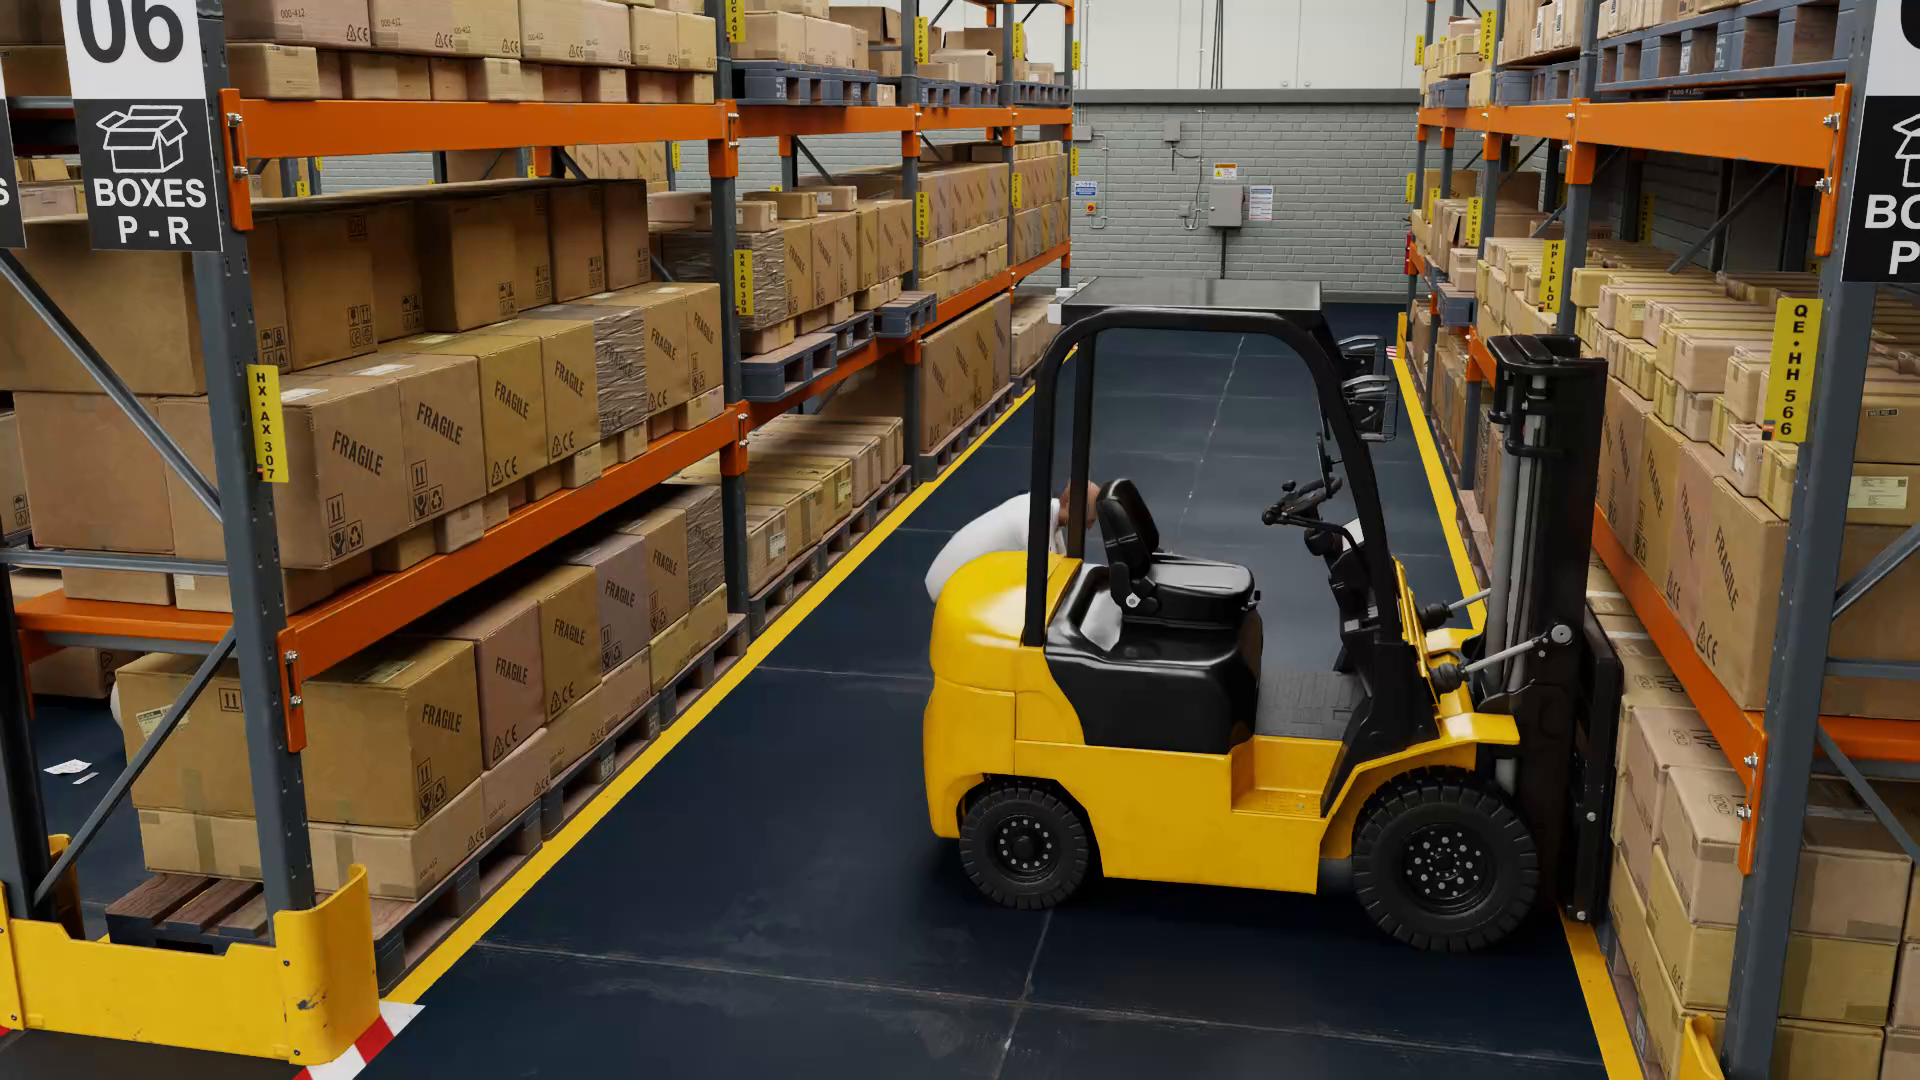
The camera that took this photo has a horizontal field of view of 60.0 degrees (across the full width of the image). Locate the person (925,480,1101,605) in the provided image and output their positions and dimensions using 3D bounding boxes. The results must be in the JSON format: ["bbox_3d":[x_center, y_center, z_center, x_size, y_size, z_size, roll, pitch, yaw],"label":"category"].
[{"bbox_3d":[0.272,0.248,7.942,0.865,1.099,0.616,3,15,11],"label":"person"}]
